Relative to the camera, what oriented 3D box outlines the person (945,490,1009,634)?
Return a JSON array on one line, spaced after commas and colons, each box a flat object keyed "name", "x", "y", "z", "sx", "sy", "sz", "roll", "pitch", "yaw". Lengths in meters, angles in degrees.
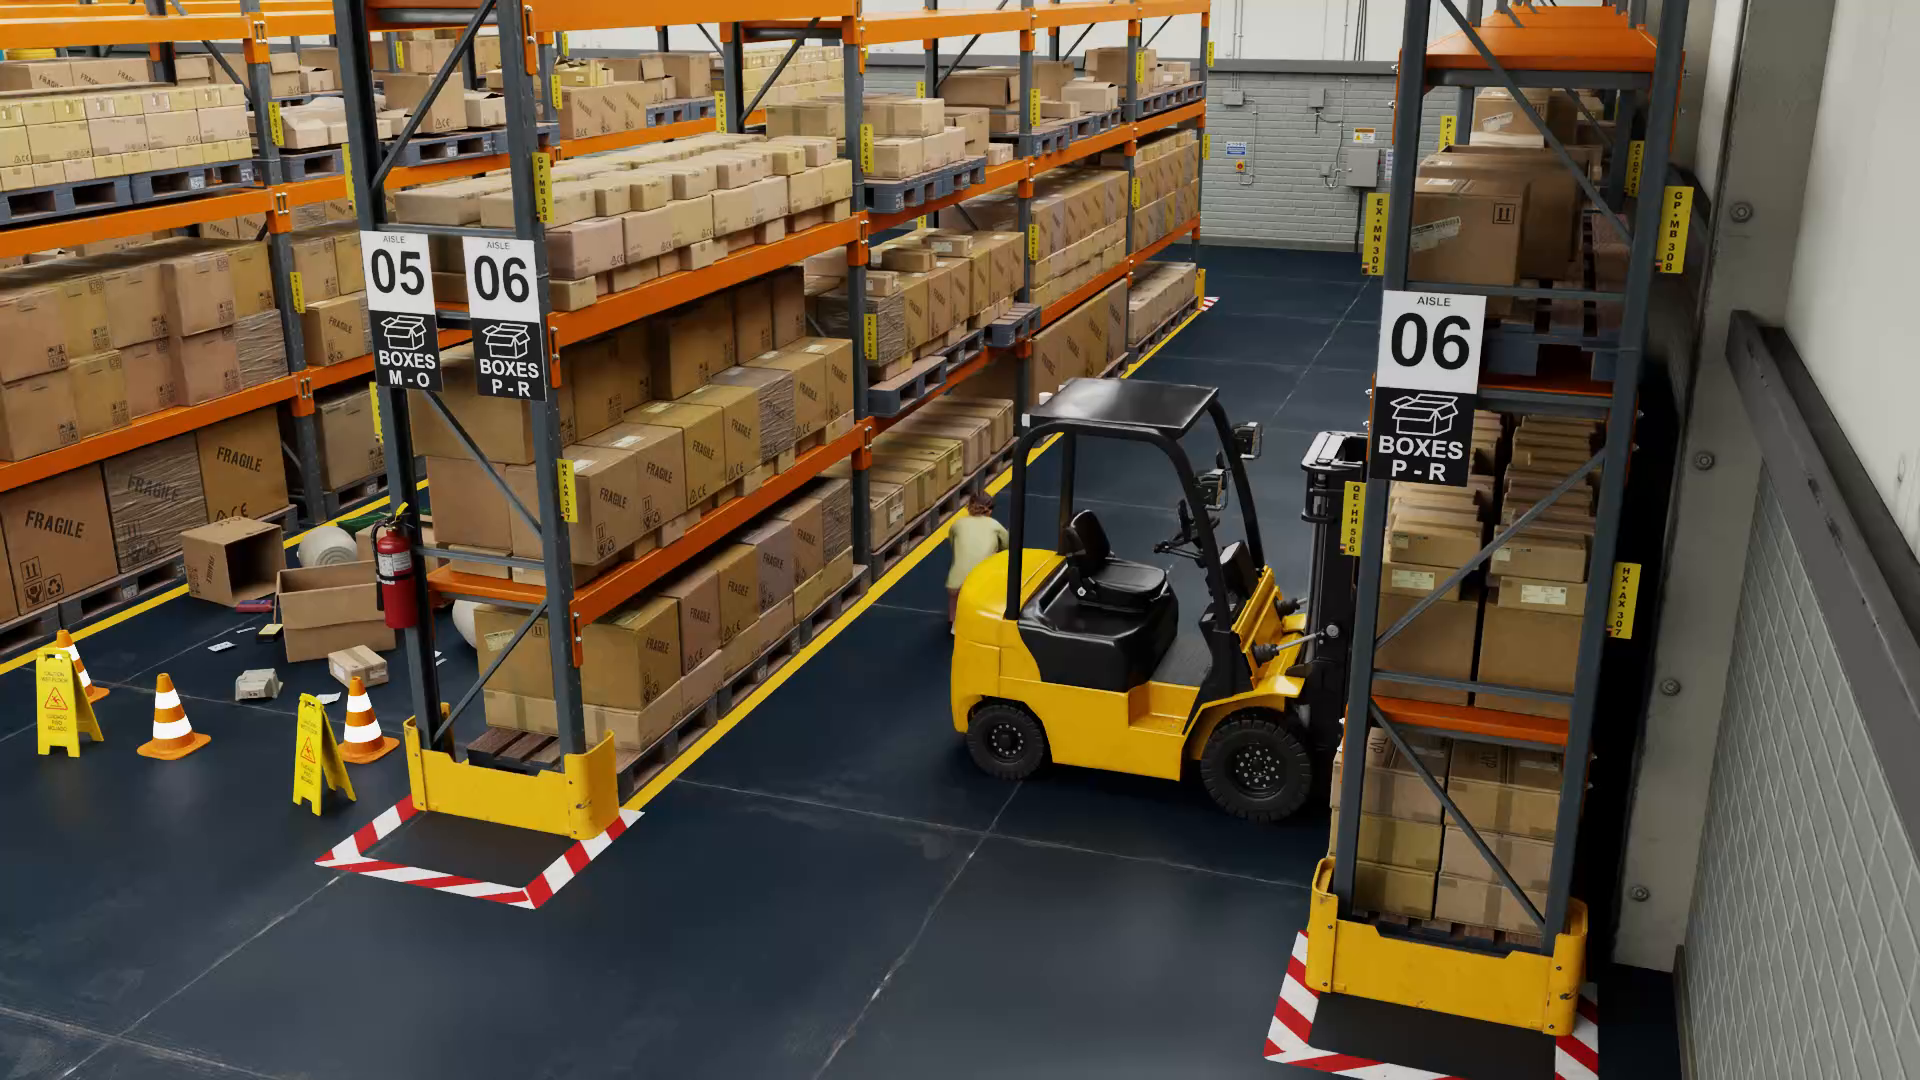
[{"name": "person", "x": 0.133, "y": 0.159, "z": 11.770, "sx": 0.488, "sy": 0.928, "sz": 0.810, "roll": 6, "pitch": 20, "yaw": 16}]
